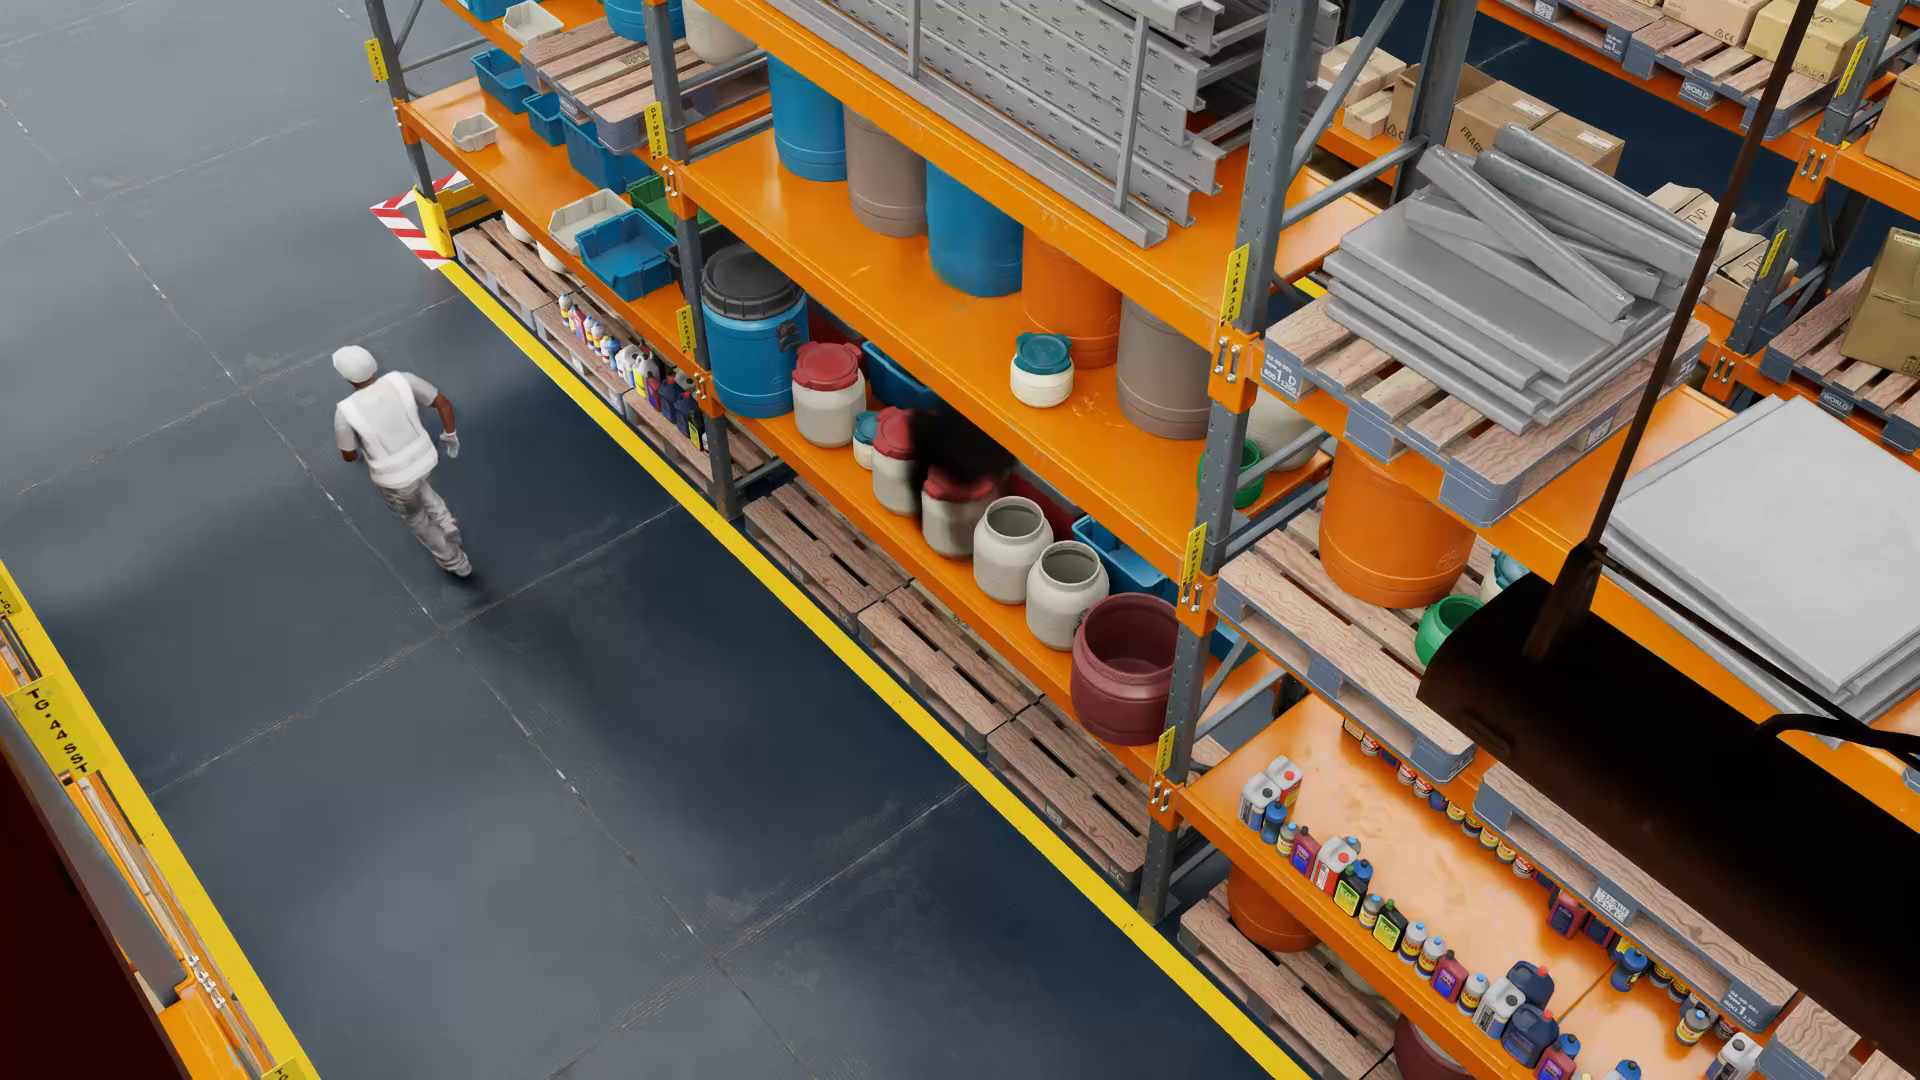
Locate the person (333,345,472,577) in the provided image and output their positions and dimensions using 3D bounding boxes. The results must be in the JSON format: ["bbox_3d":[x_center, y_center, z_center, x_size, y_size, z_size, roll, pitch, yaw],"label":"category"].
[{"bbox_3d":[-3.468,-0.498,10.247,0.730,1.696,0.639,27,52,23],"label":"person"}]
